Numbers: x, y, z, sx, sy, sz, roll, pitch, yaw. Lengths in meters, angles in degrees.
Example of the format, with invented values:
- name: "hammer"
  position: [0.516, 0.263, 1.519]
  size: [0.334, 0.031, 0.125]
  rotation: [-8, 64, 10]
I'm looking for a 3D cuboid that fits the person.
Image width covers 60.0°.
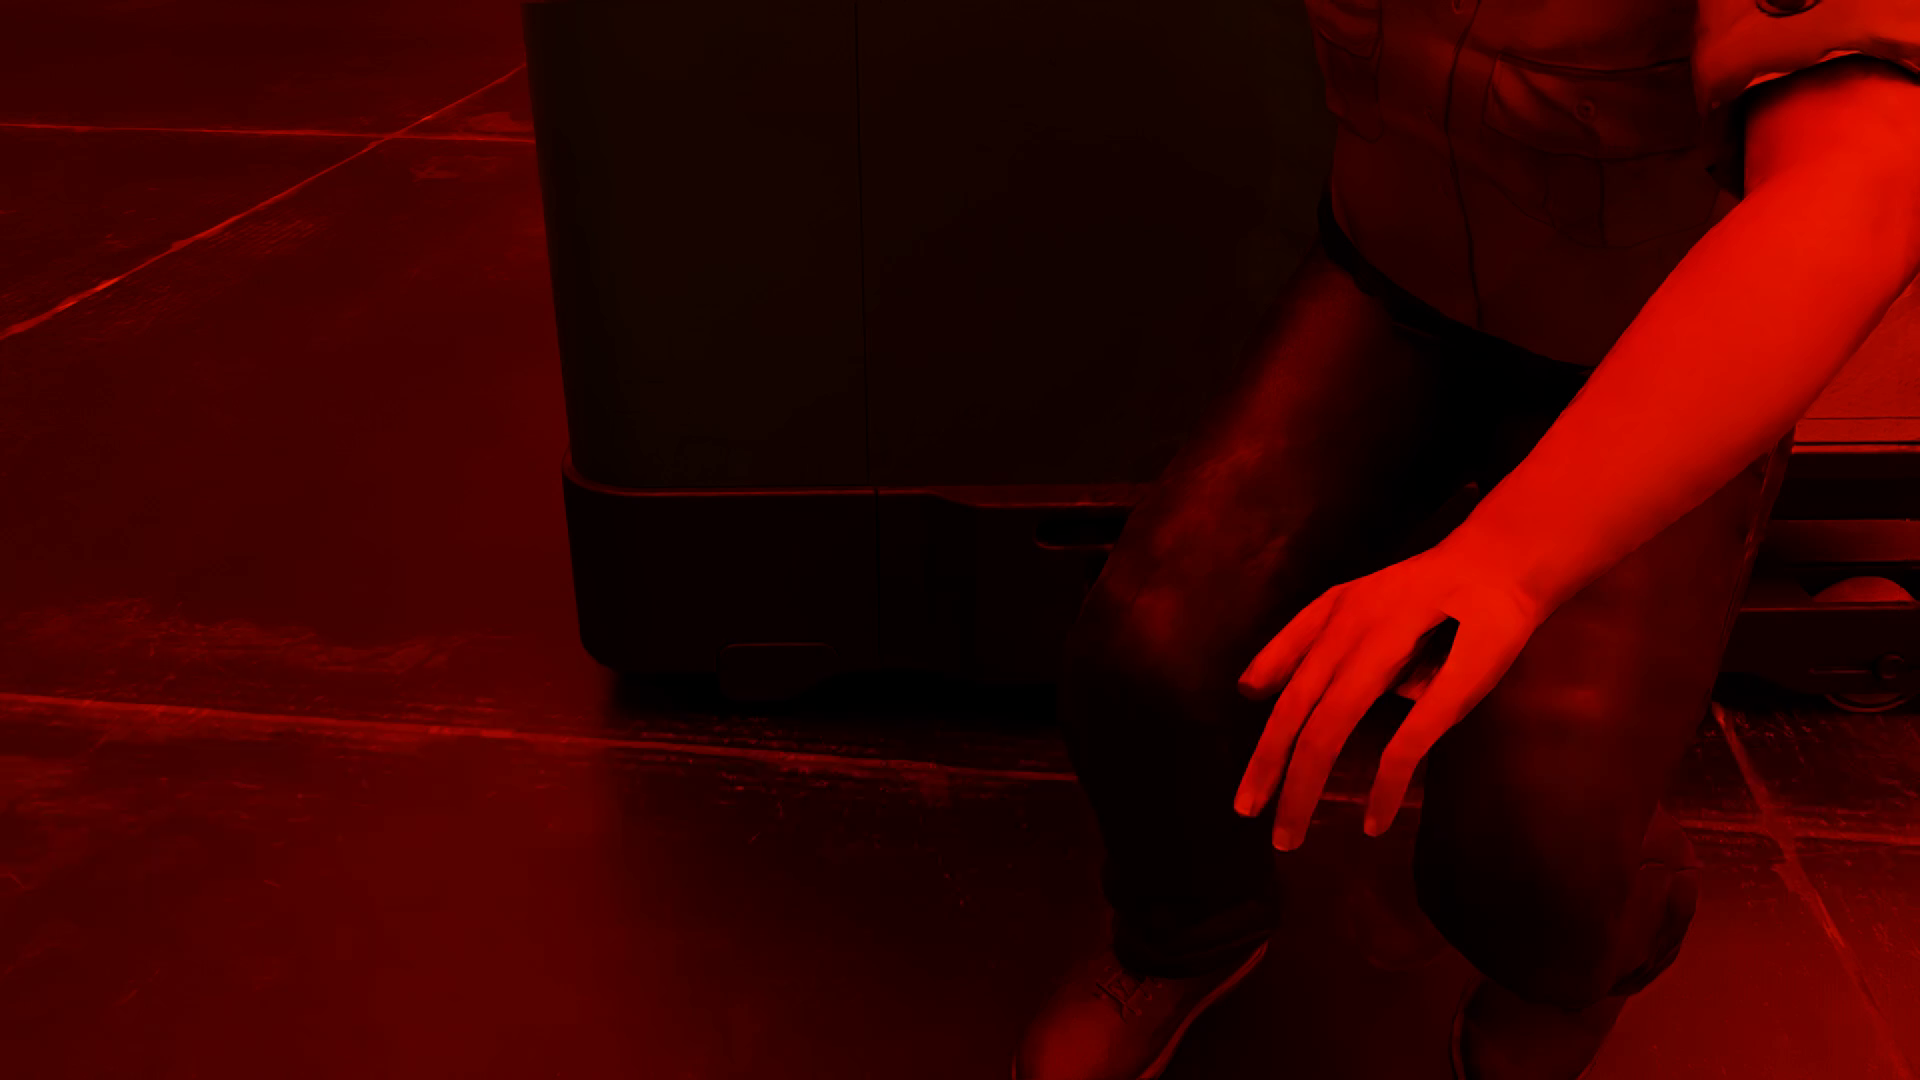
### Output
- name: "person"
  position: [0.256, -0.091, 1.143]
  size: [0.730, 1.390, 0.923]
  rotation: [23, 35, 38]

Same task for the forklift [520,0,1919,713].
- name: "forklift"
  position: [1.026, -1.334, 1.891]
  size: [3.031, 2.935, 1.130]
  rotation: [-1, 27, -1]
